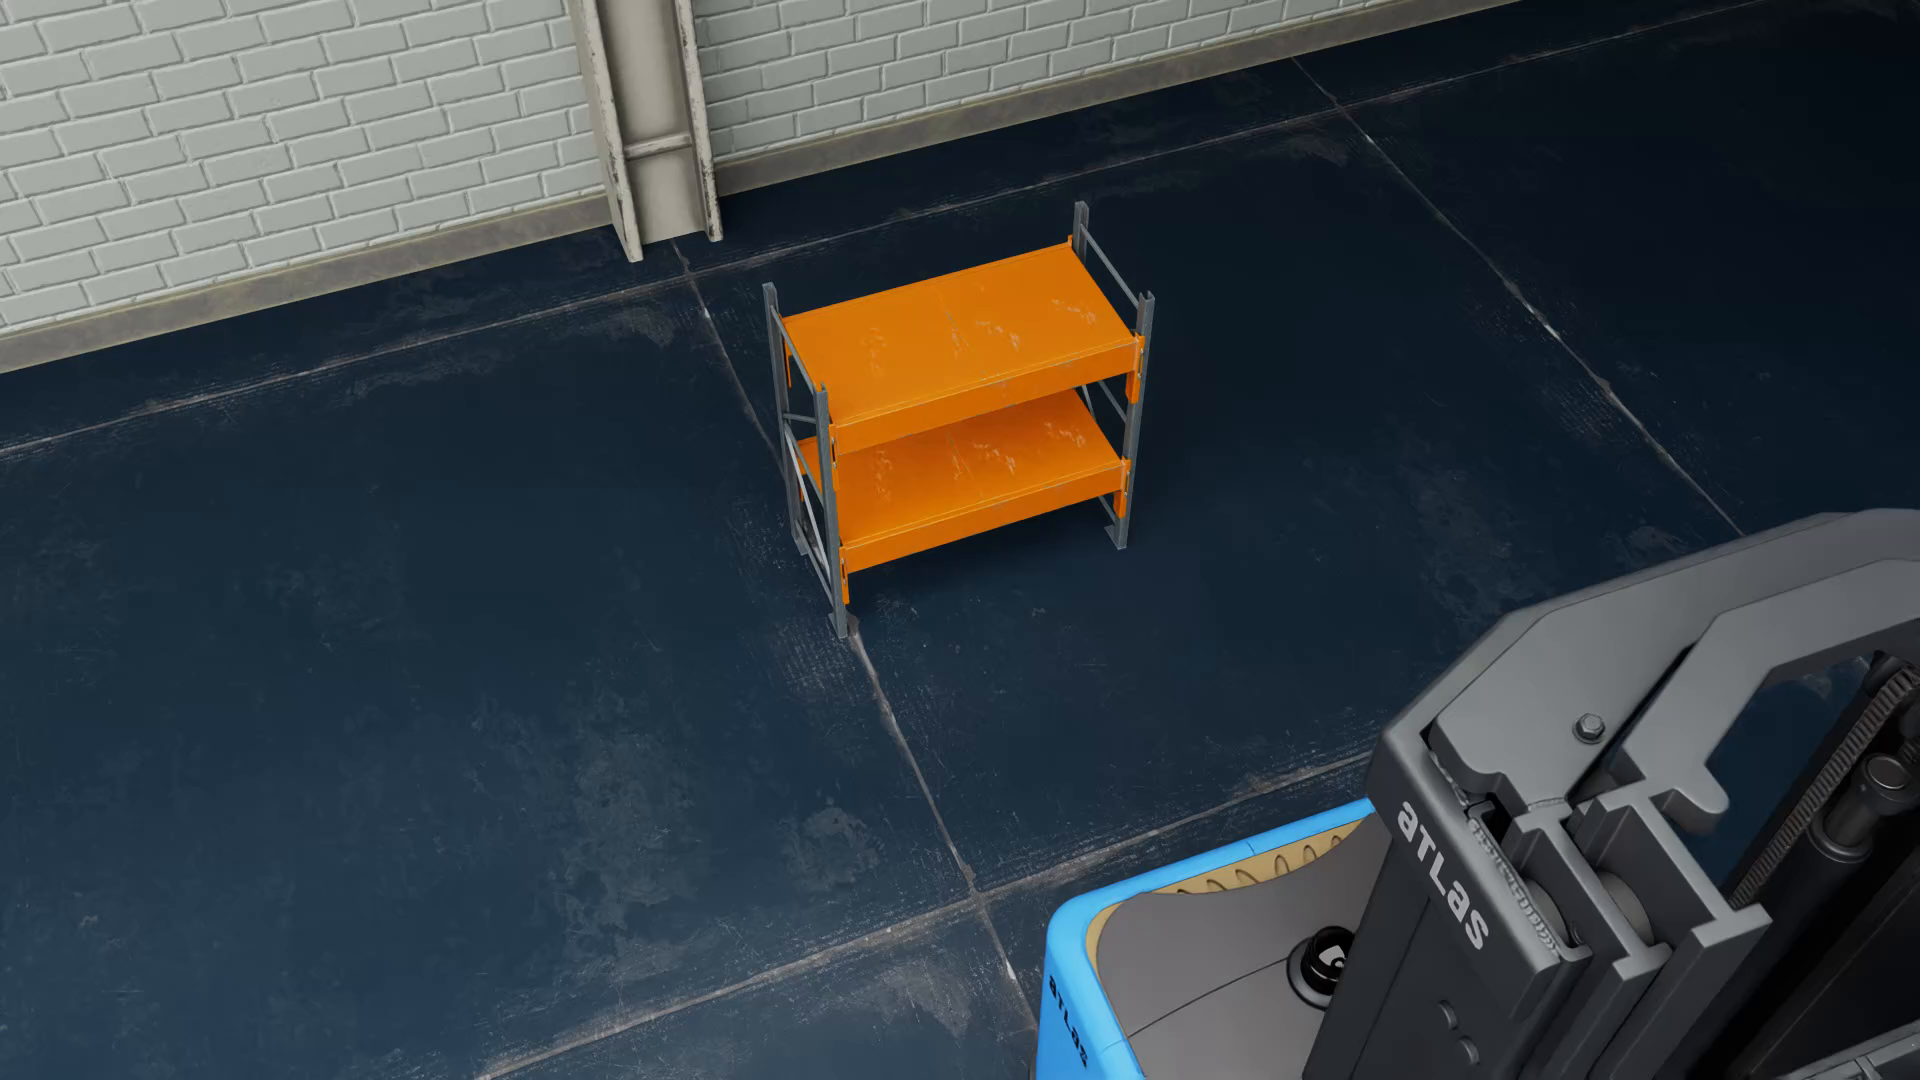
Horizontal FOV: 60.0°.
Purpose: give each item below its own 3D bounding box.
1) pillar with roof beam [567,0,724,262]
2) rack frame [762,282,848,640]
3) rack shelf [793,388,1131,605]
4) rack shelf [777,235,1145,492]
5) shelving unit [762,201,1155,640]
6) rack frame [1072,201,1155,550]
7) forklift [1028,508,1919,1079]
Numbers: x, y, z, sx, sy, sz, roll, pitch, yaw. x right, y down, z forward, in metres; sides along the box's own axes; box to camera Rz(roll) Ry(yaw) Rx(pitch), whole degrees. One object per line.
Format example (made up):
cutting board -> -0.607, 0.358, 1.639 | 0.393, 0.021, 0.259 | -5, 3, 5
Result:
pillar with roof beam -> 0.422, -1.192, 0.842 | 0.400, 9.000, 9.100 | -17, 52, -14
rack frame -> -0.477, -0.219, 5.196 | 0.032, 1.125, 0.500 | -17, 52, -14
rack shelf -> -0.006, -0.205, 5.507 | 1.000, 0.278, 0.538 | -17, 52, -14
rack shelf -> -0.006, -0.555, 5.100 | 1.000, 0.278, 0.538 | -17, 52, -14
shelving unit -> -0.006, -0.365, 5.322 | 1.048, 1.125, 0.538 | -17, 52, -14
rack frame -> 0.464, -0.510, 5.447 | 0.032, 1.125, 0.500 | -17, 52, -14
forklift -> 1.165, 1.473, 2.553 | 1.130, 2.935, 3.031 | -16, 51, -13
